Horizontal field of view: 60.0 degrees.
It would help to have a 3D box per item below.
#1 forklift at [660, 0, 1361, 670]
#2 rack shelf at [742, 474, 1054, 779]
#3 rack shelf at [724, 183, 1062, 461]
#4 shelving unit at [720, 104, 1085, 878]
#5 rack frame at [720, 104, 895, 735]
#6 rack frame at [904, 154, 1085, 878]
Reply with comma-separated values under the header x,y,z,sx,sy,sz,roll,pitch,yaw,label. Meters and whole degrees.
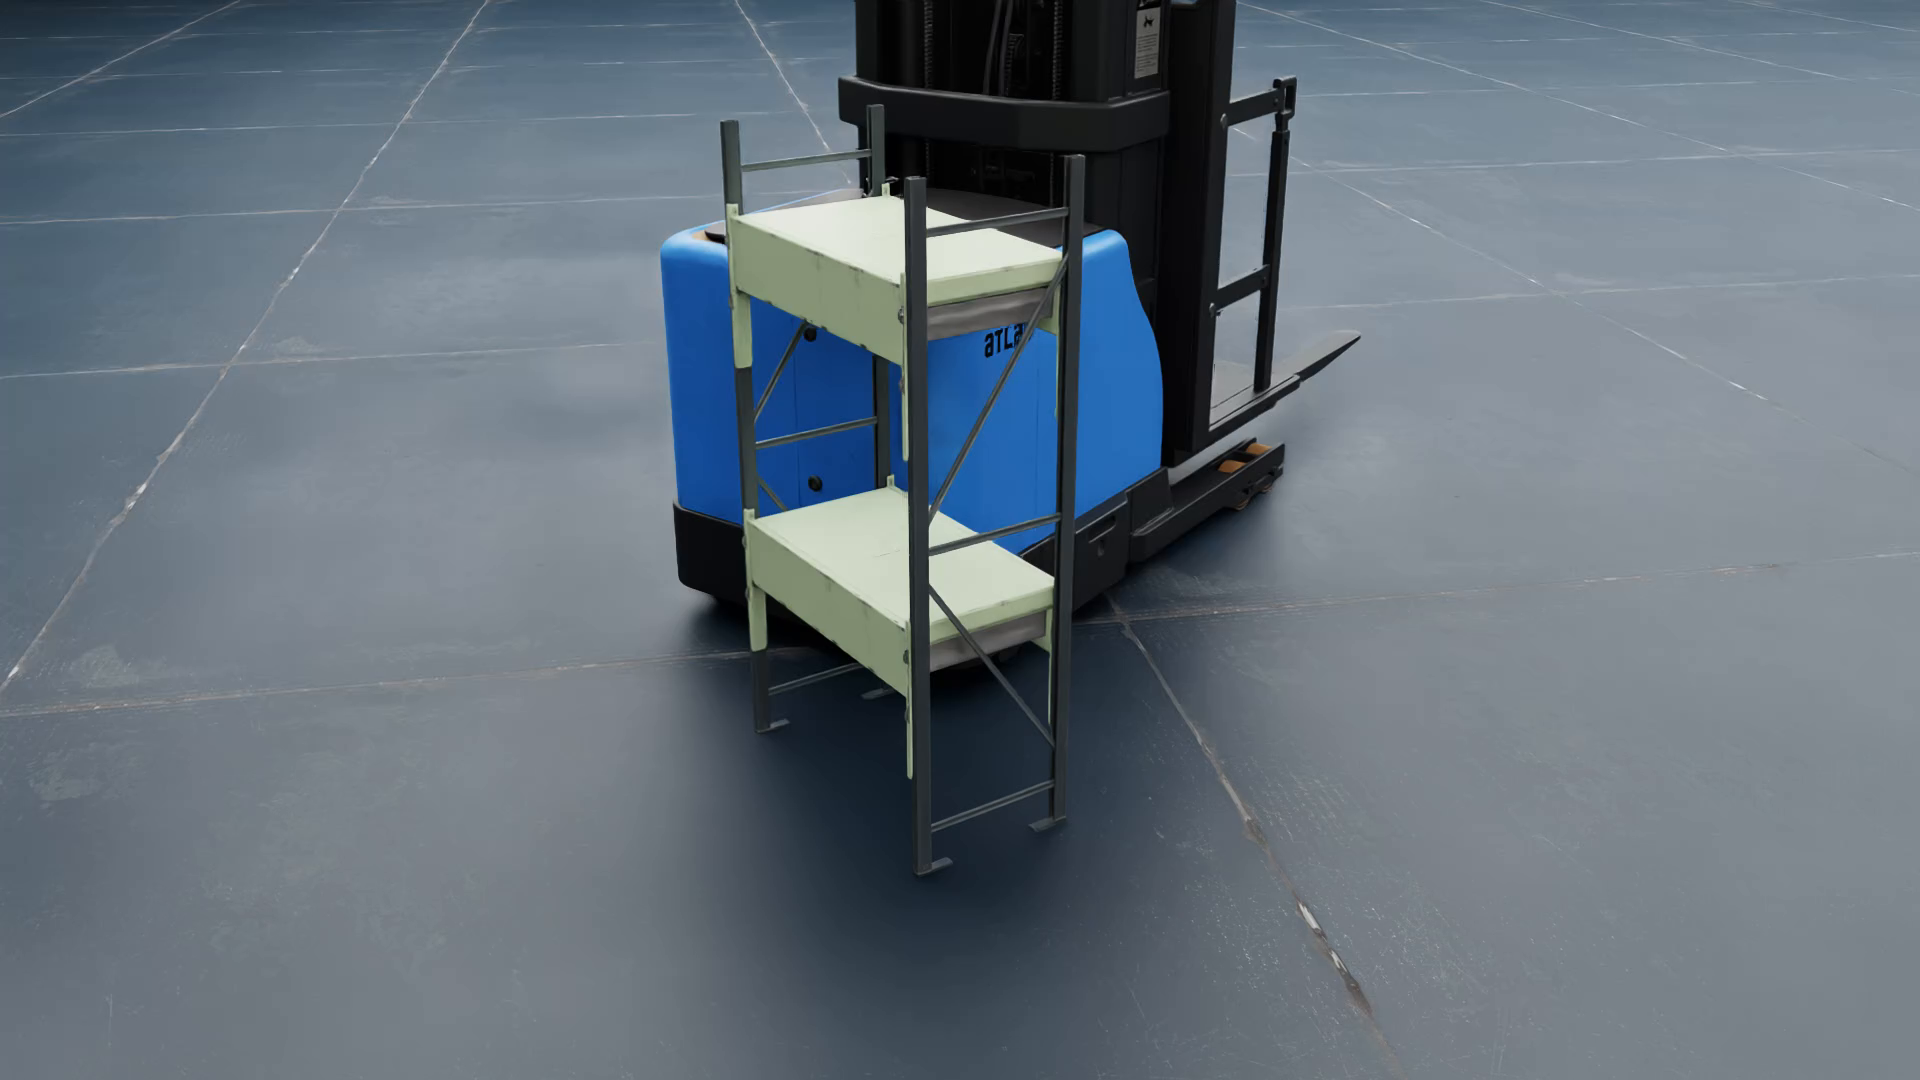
x,y,z,sx,sy,sz,roll,pitch,yaw,label
0.441,-1.540,5.113,1.130,2.935,3.031,16,28,32,forklift
-0.136,0.170,3.802,0.431,0.370,0.720,-15,28,-31,rack shelf
-0.136,-0.487,3.515,0.431,0.370,0.720,-15,28,-31,rack shelf
-0.136,-0.129,3.671,0.431,1.500,0.755,-15,28,-31,shelving unit
-0.342,-0.250,3.949,0.400,1.500,0.023,-15,28,-31,rack frame
0.070,-0.008,3.394,0.400,1.500,0.023,-15,28,-31,rack frame
